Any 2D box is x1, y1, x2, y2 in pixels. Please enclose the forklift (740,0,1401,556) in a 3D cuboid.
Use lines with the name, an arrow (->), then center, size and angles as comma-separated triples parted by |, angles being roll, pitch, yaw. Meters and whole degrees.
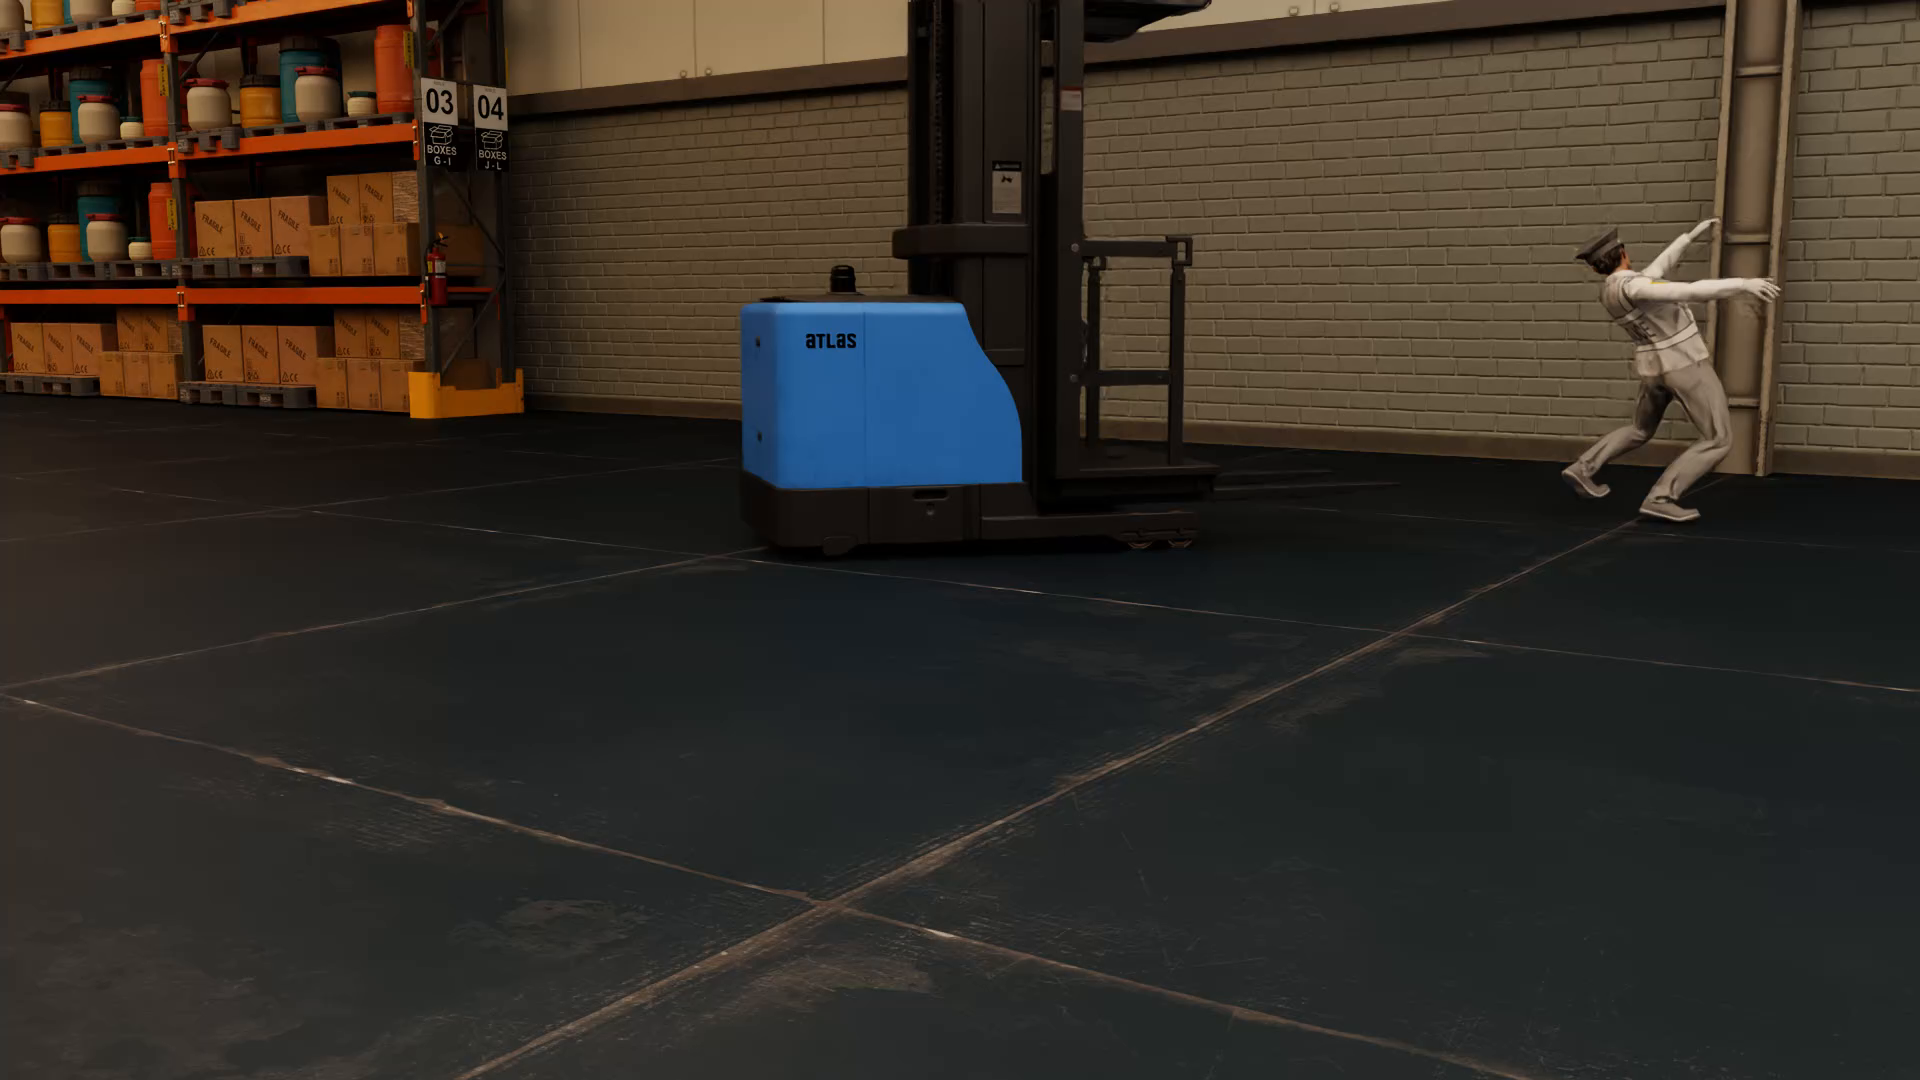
forklift -> 0.551, -1.479, 7.591 | 3.031, 2.935, 1.130 | -2, 8, -17

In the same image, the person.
person -> 3.487, -0.831, 8.127 | 0.736, 1.482, 1.003 | -2, 8, -13
